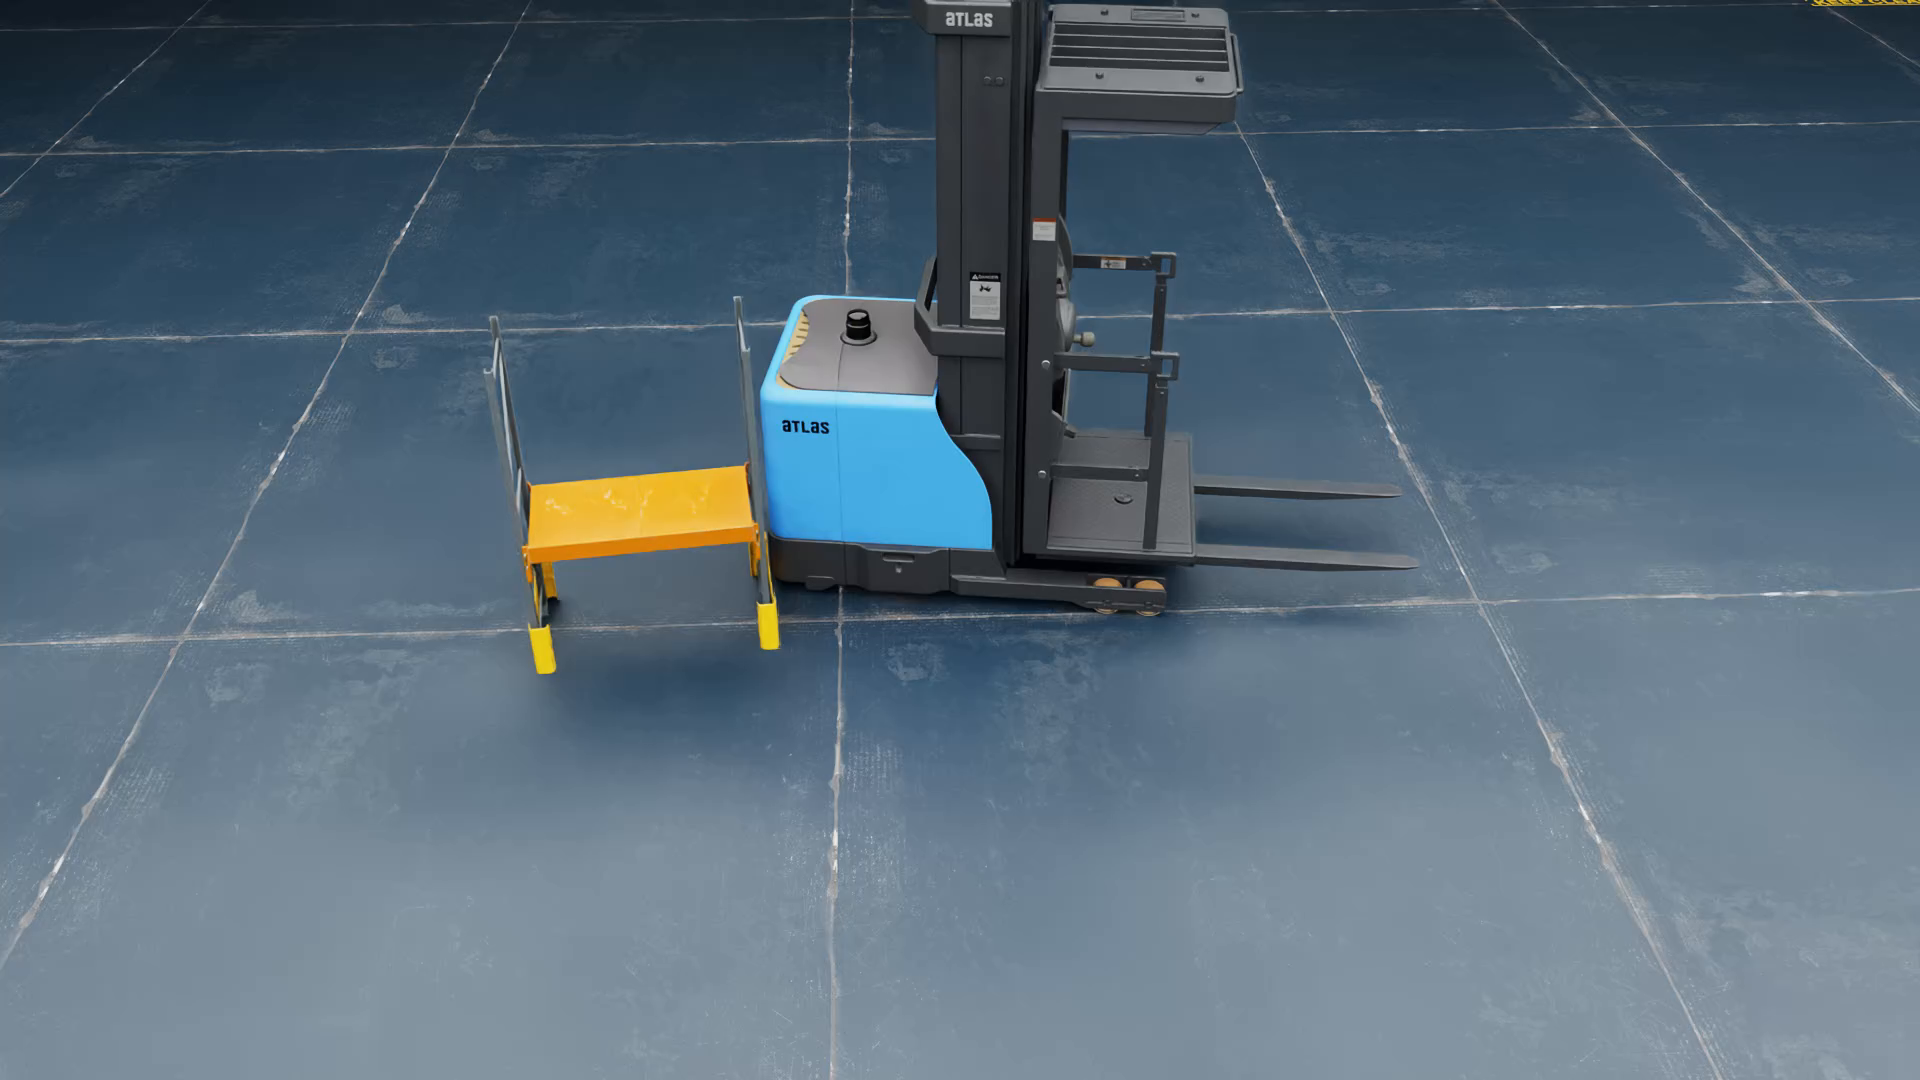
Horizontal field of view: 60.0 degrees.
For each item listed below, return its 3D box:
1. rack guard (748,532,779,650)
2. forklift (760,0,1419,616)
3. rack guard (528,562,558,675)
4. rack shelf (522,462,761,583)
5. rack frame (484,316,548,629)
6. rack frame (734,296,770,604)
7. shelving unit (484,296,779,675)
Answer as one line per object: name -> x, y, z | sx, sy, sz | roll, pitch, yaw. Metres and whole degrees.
rack guard -> -0.911, 0.228, 7.701 | 0.087, 0.250, 0.587 | -6, 35, -8
forklift -> 0.646, -1.170, 7.365 | 3.031, 2.935, 1.130 | 3, 35, 4
rack guard -> -1.891, 0.329, 7.555 | 0.087, 0.250, 0.587 | -6, 35, -8
rack shelf -> -1.410, -0.087, 7.374 | 1.000, 0.185, 0.538 | -6, 35, -8
rack frame -> -1.910, -0.183, 7.197 | 0.032, 1.500, 0.500 | -6, 35, -8
rack frame -> -0.910, -0.286, 7.346 | 0.032, 1.500, 0.500 | -6, 35, -8
shelving unit -> -1.401, -0.236, 7.273 | 1.083, 1.500, 0.587 | -6, 35, -8
